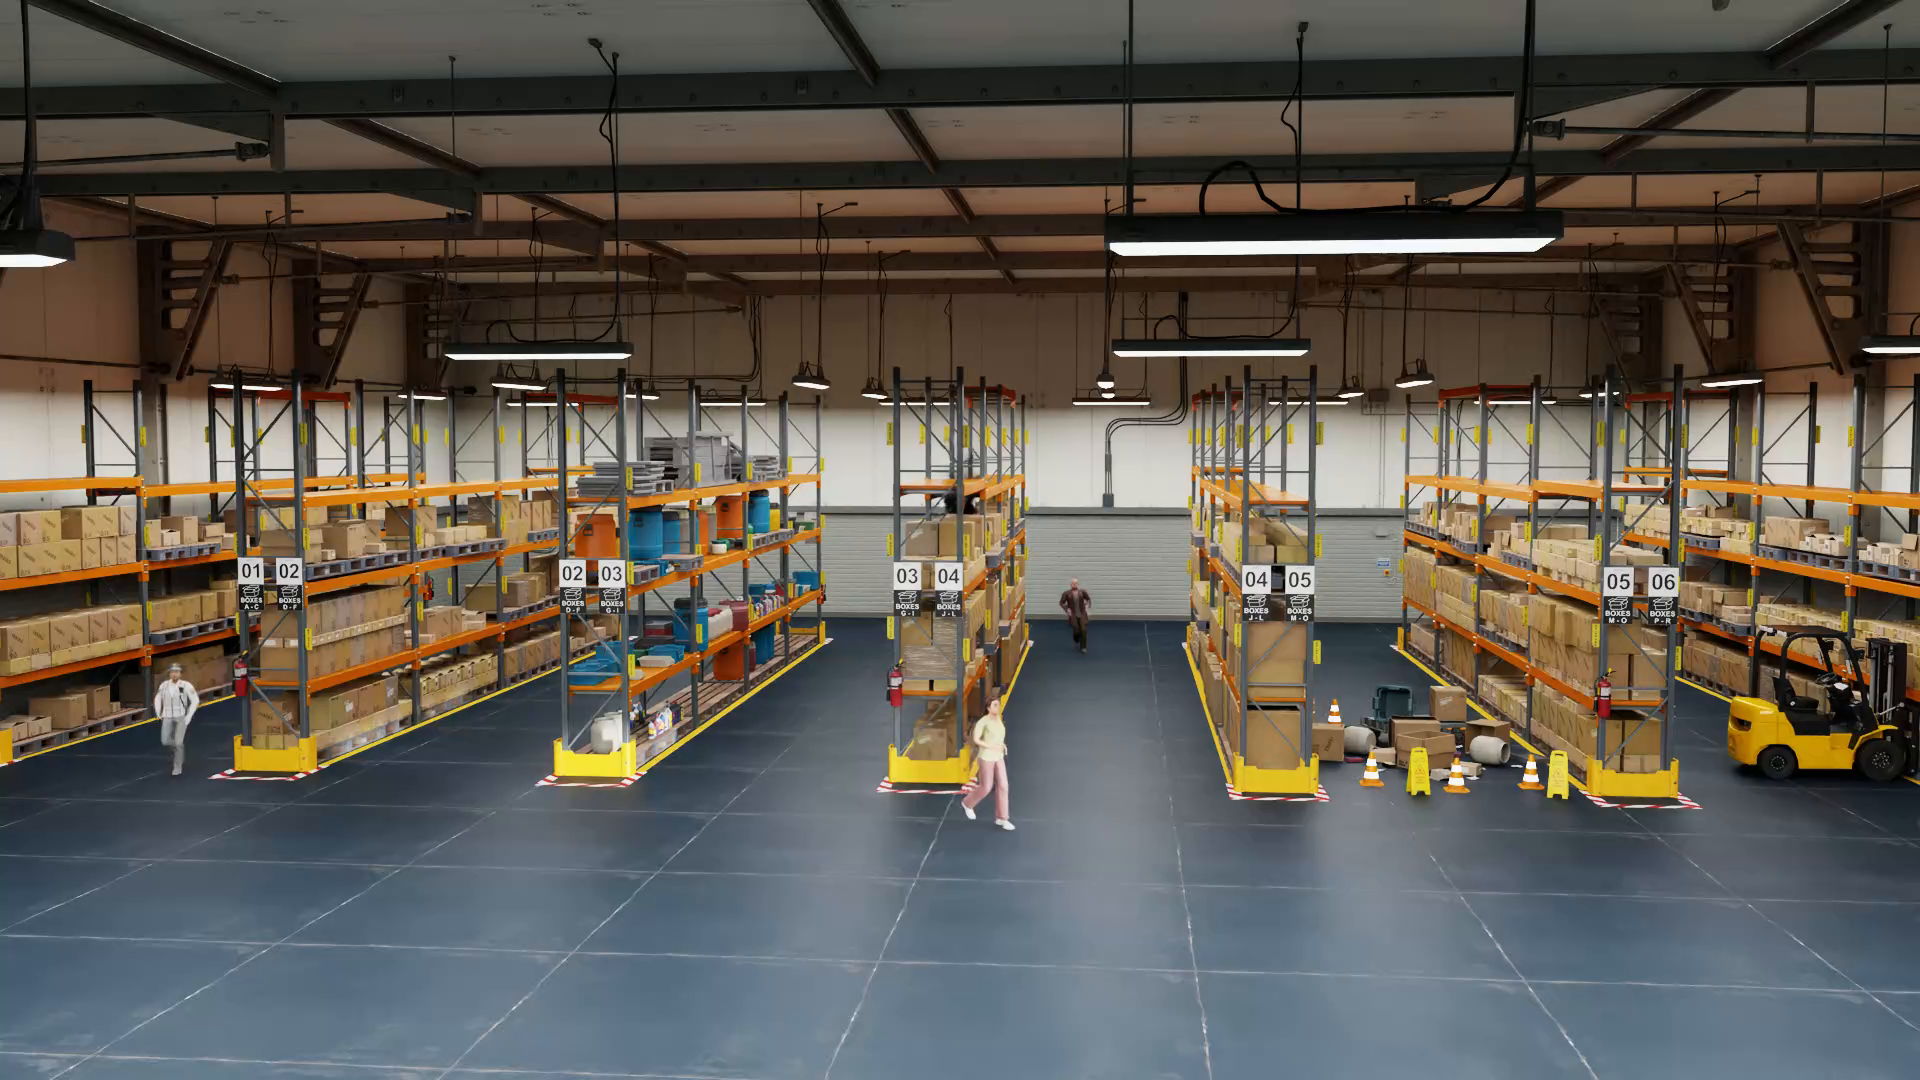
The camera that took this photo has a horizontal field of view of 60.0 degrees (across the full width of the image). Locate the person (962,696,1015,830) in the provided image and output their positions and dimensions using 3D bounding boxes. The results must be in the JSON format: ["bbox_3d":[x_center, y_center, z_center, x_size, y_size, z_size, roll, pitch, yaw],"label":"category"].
[{"bbox_3d":[0.379,2.838,21.396,0.846,1.686,0.598,3,5,44],"label":"person"}]

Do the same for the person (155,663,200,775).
[{"bbox_3d":[-11.685,2.648,24.776,0.652,1.666,0.502,0,4,-5],"label":"person"}]

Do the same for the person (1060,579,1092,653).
[{"bbox_3d":[2.691,1.760,38.586,0.739,1.707,0.694,0,4,-5],"label":"person"}]
